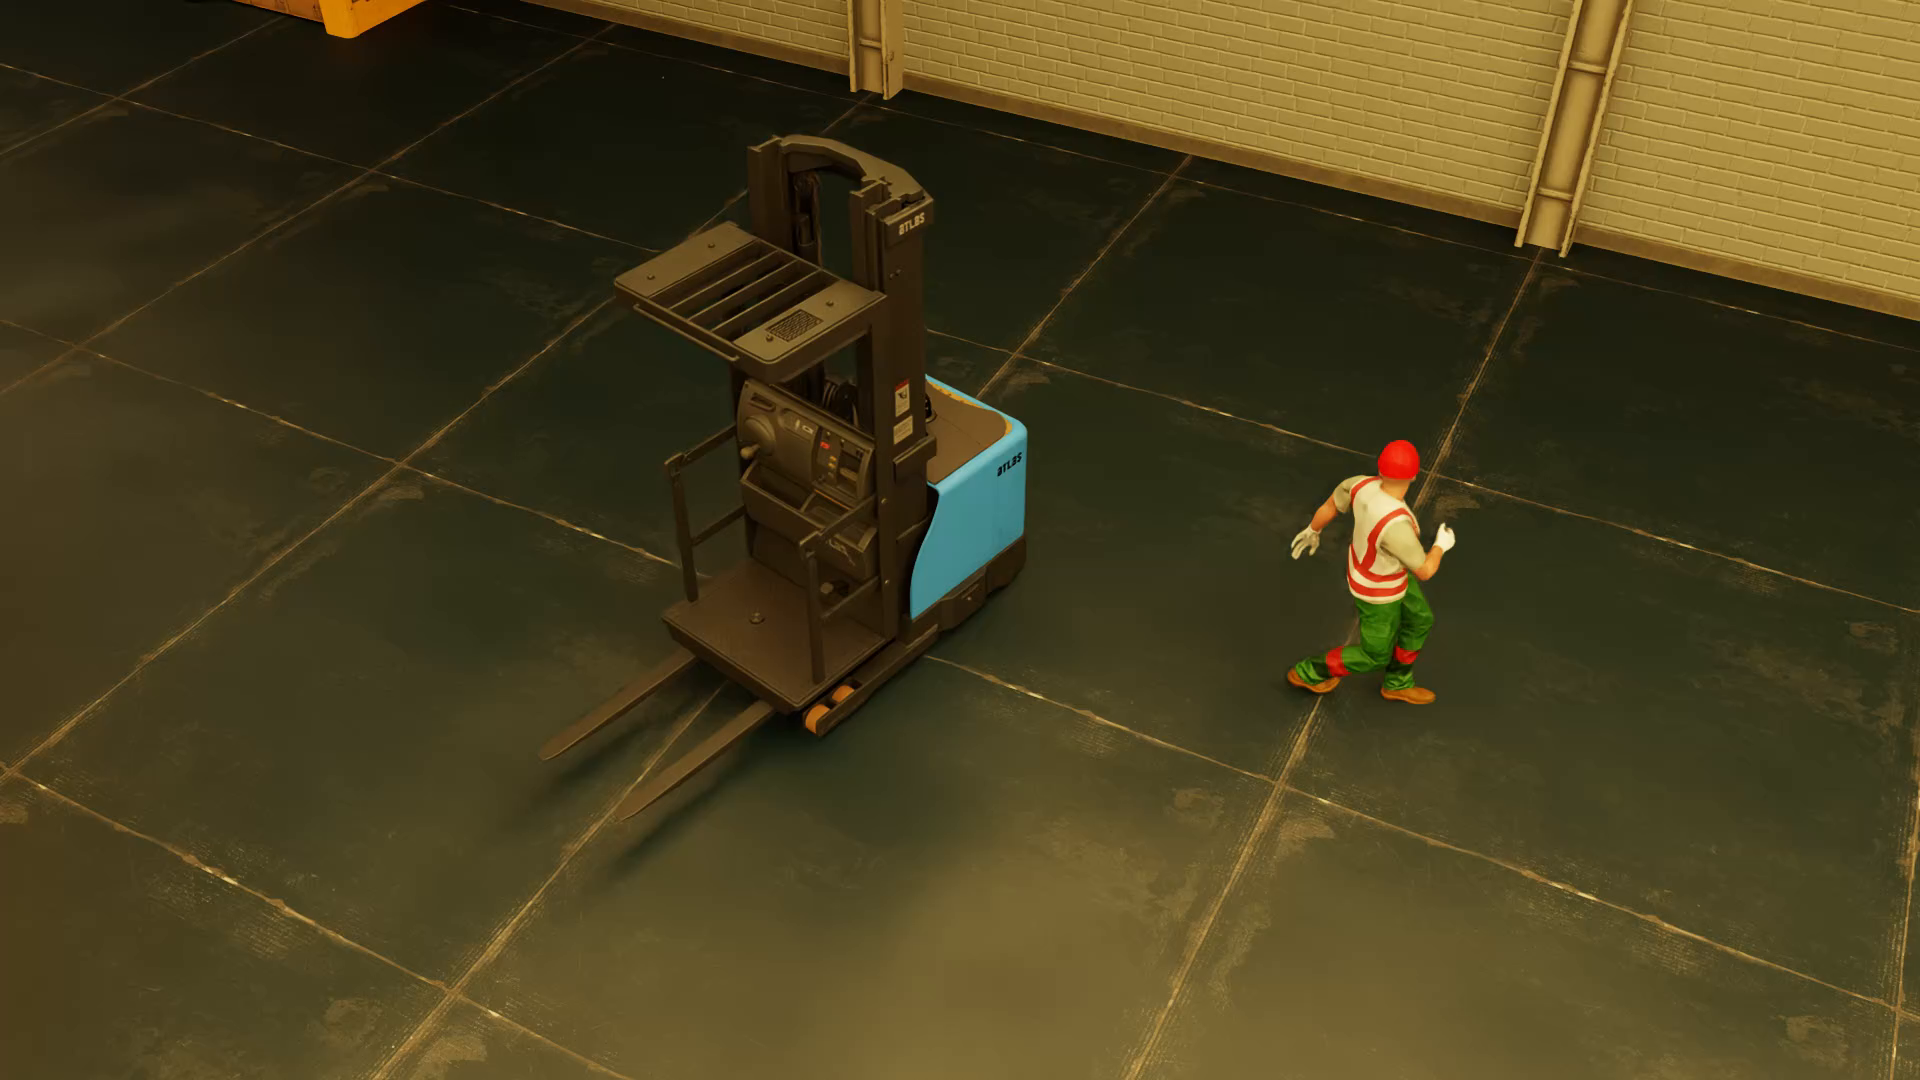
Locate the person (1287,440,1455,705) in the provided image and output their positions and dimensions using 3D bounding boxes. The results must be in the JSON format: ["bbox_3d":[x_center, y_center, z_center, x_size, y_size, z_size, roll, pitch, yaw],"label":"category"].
[{"bbox_3d":[2.196,0.192,8.740,0.894,1.697,0.583,5,40,6],"label":"person"}]

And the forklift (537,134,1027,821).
[{"bbox_3d":[-0.948,-0.434,8.502,1.130,2.935,3.031,29,48,30],"label":"forklift"}]
